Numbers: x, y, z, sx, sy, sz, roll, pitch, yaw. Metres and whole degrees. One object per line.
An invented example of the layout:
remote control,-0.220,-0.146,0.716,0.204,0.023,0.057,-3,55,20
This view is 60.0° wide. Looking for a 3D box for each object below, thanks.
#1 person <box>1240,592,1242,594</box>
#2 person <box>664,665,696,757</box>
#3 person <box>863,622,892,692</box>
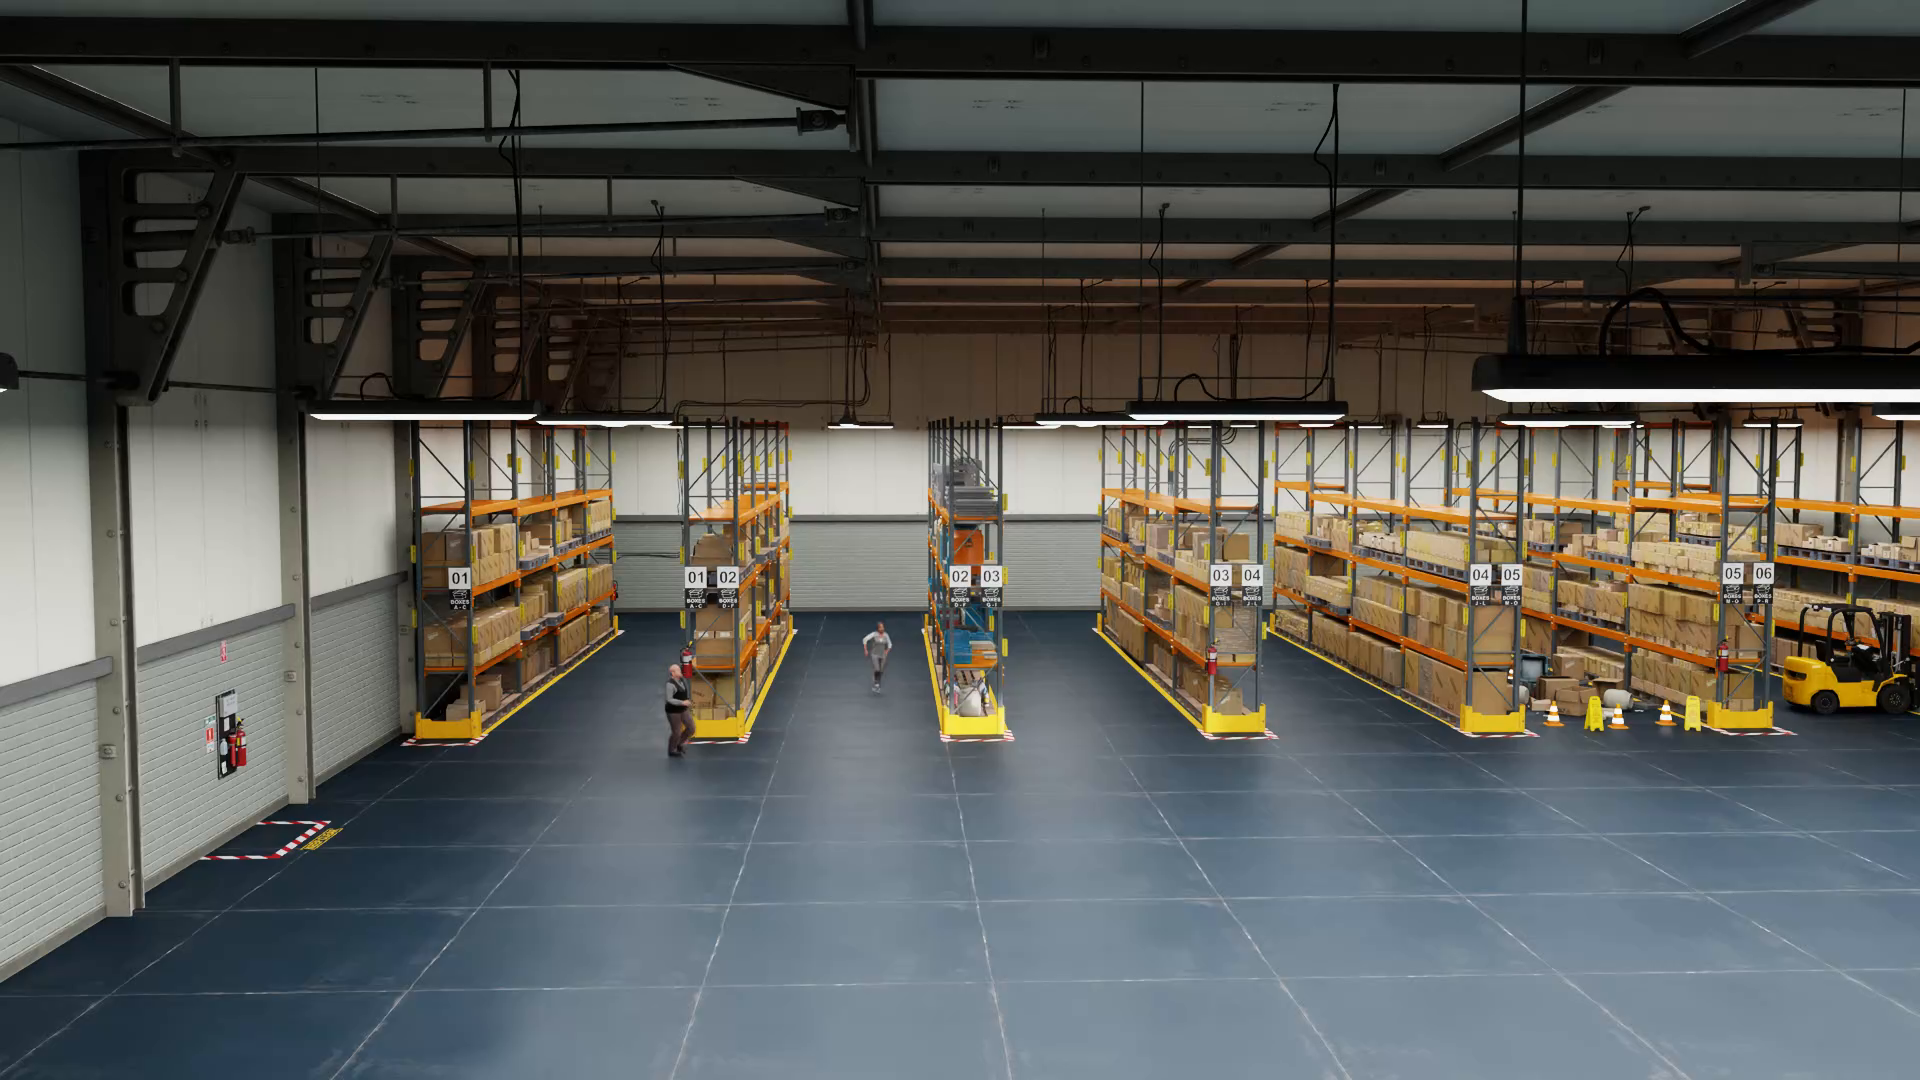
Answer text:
person,8.075,1.925,45.975,0.589,1.613,0.684,-1,4,-12
person,-4.930,2.988,29.031,0.638,1.660,0.674,2,4,23
person,-1.795,2.562,36.368,0.623,1.554,0.600,-1,4,-16
